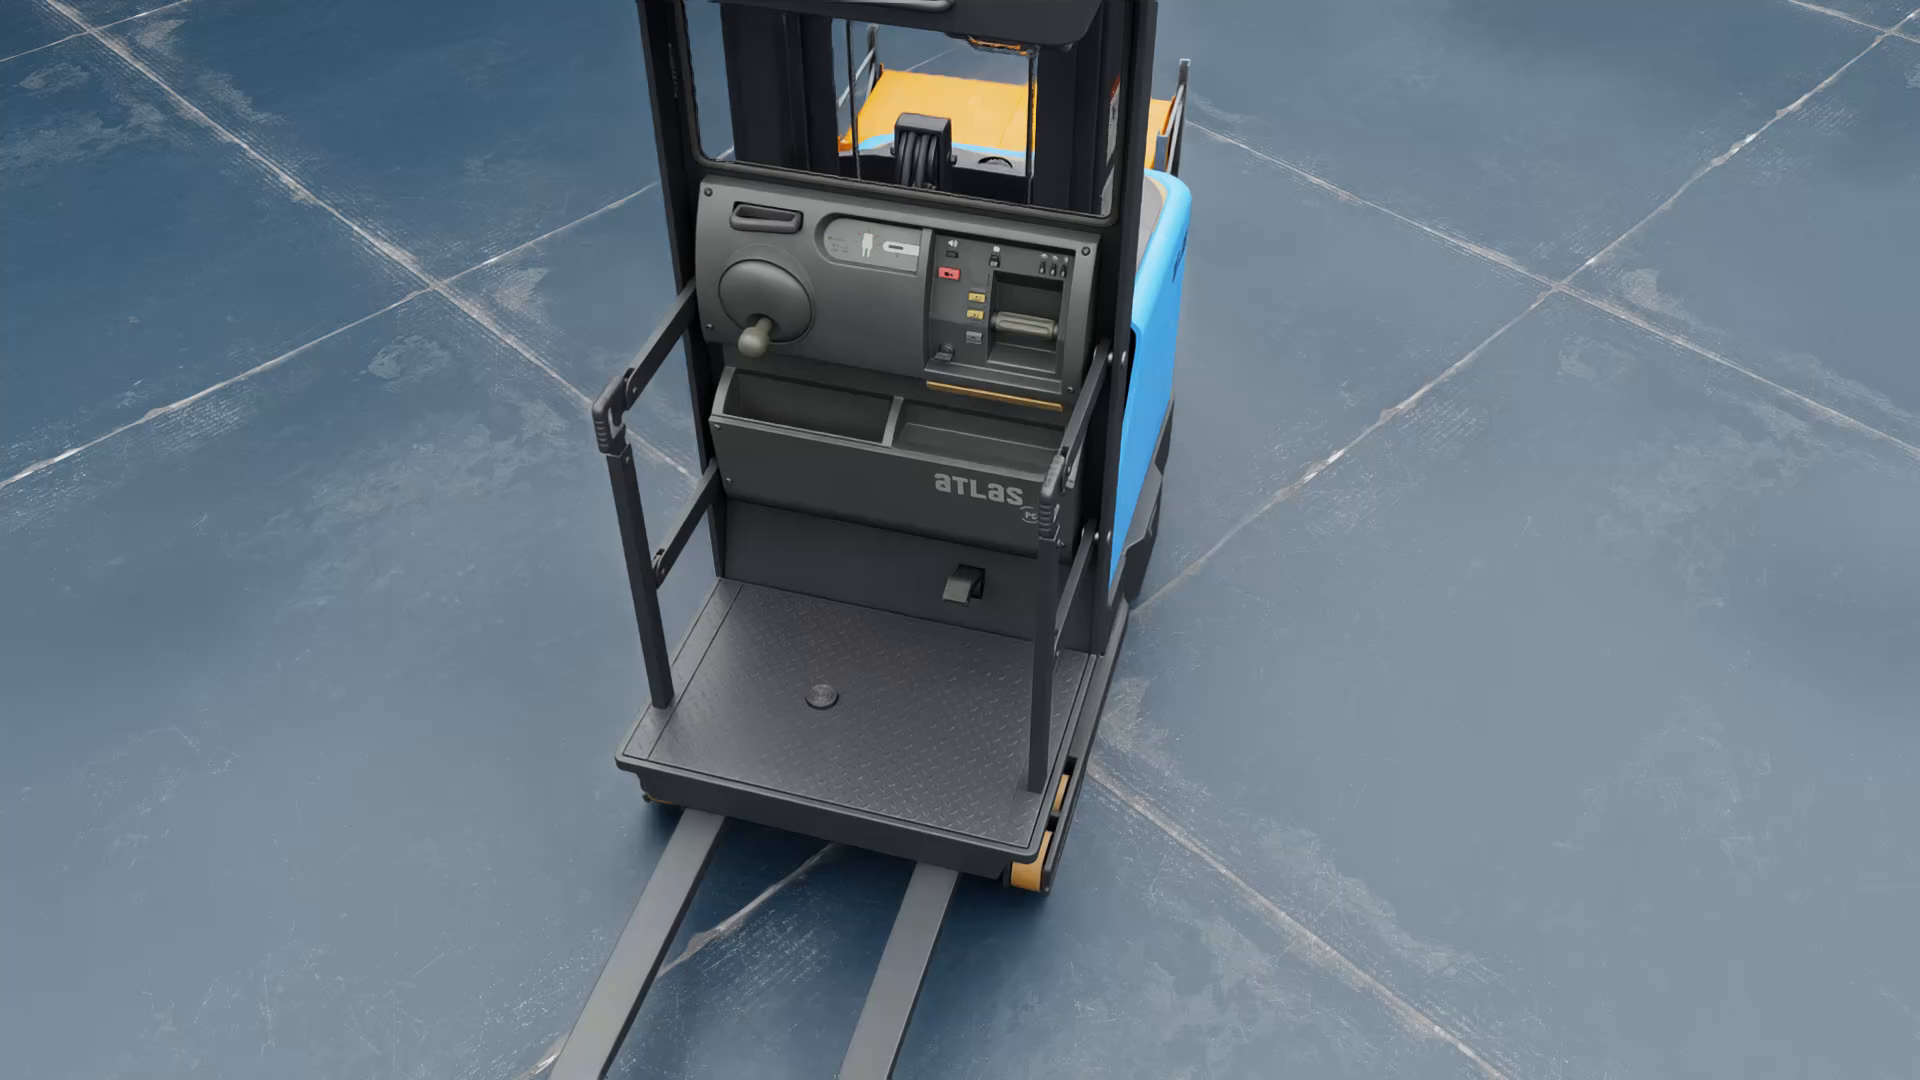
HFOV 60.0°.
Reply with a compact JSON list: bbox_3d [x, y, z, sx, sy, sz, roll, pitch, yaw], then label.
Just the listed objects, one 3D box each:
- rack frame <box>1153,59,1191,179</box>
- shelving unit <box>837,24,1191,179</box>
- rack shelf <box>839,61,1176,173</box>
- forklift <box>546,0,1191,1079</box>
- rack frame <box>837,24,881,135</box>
[{"bbox_3d":[0.651,-0.935,5.433,0.032,1.125,0.500,10,44,10],"label":"rack frame"},{"bbox_3d":[0.157,-1.017,5.522,1.048,1.125,0.538,10,44,10],"label":"shelving unit"},{"bbox_3d":[0.157,-1.232,5.323,1.000,0.278,0.538,10,44,10],"label":"rack shelf"},{"bbox_3d":[-0.214,-0.479,3.609,1.130,2.935,3.031,11,44,12],"label":"forklift"},{"bbox_3d":[-0.336,-1.100,5.611,0.032,1.125,0.500,10,44,10],"label":"rack frame"}]
